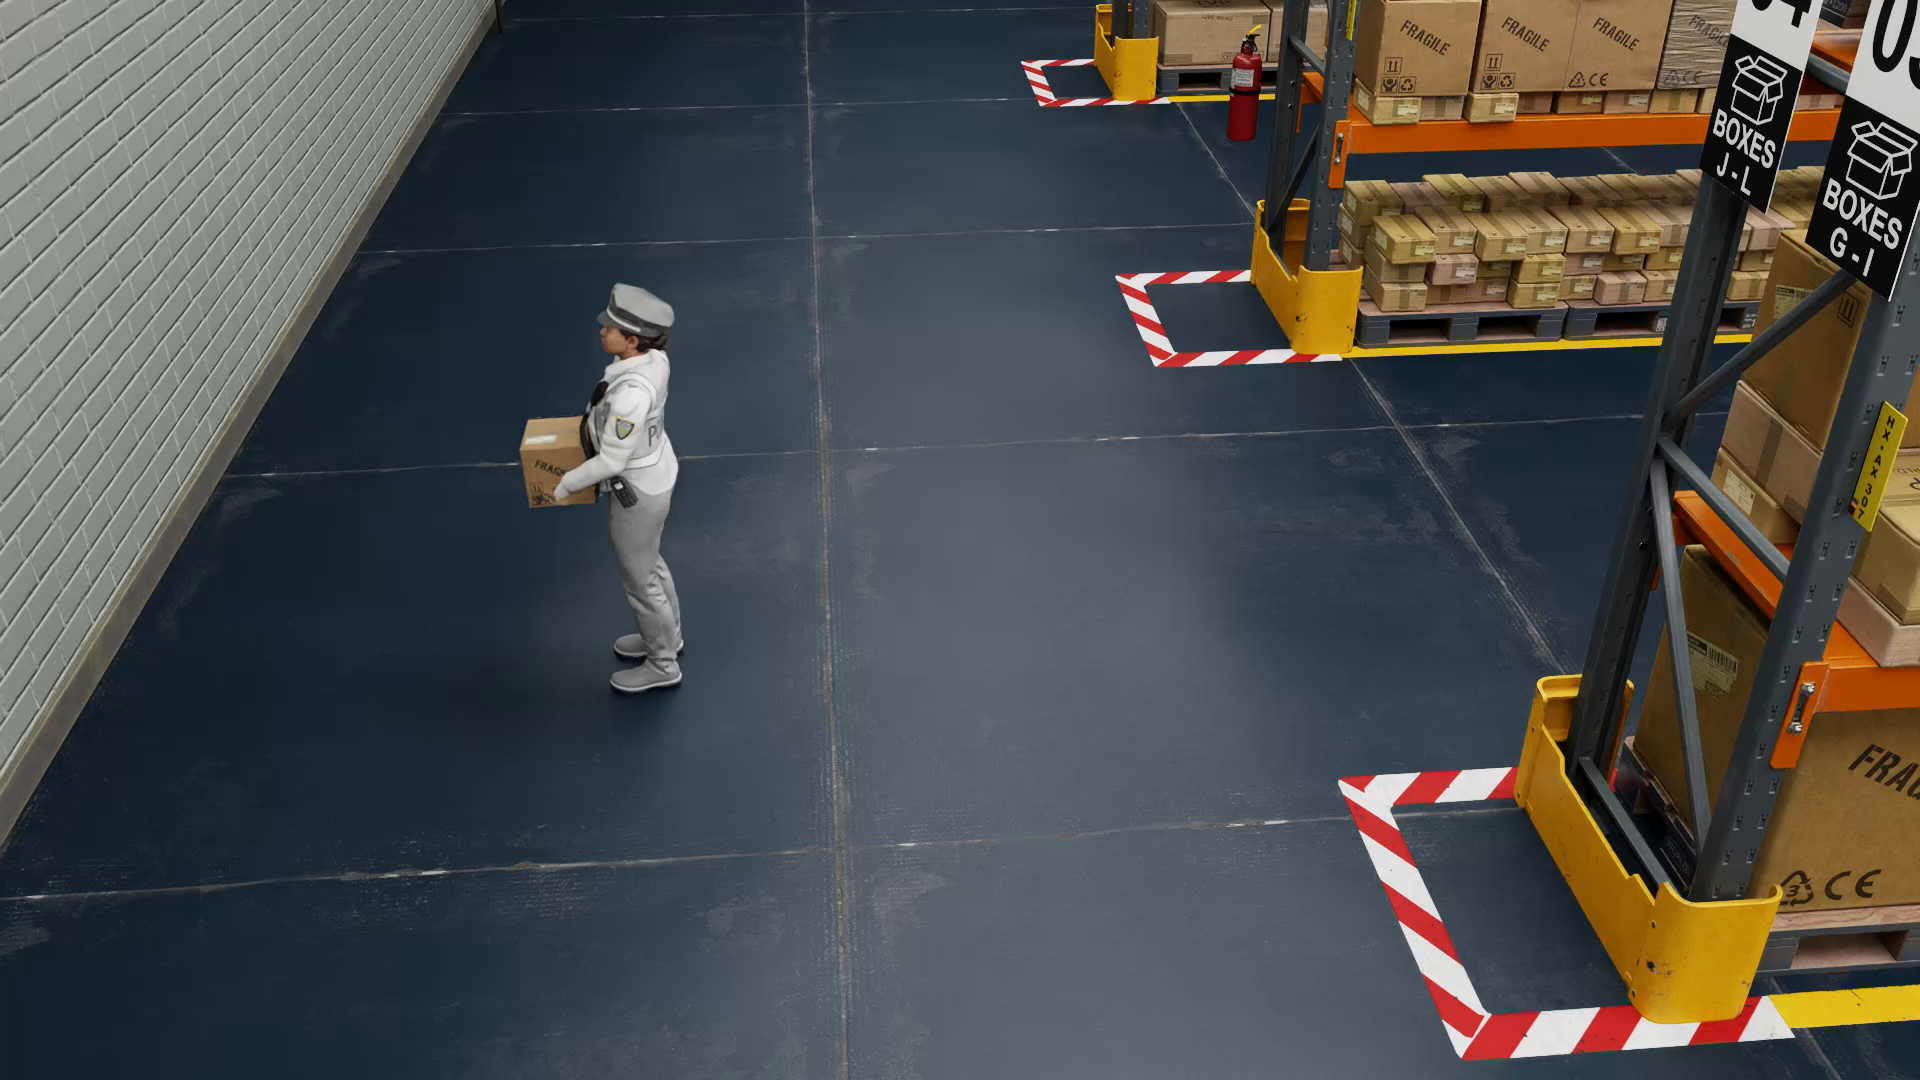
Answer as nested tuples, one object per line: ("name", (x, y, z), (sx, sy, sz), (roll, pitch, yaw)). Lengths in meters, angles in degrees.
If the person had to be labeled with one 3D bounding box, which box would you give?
("person", (-1.287, -0.202, 6.428), (0.535, 1.701, 0.473), (7, 32, 12))
